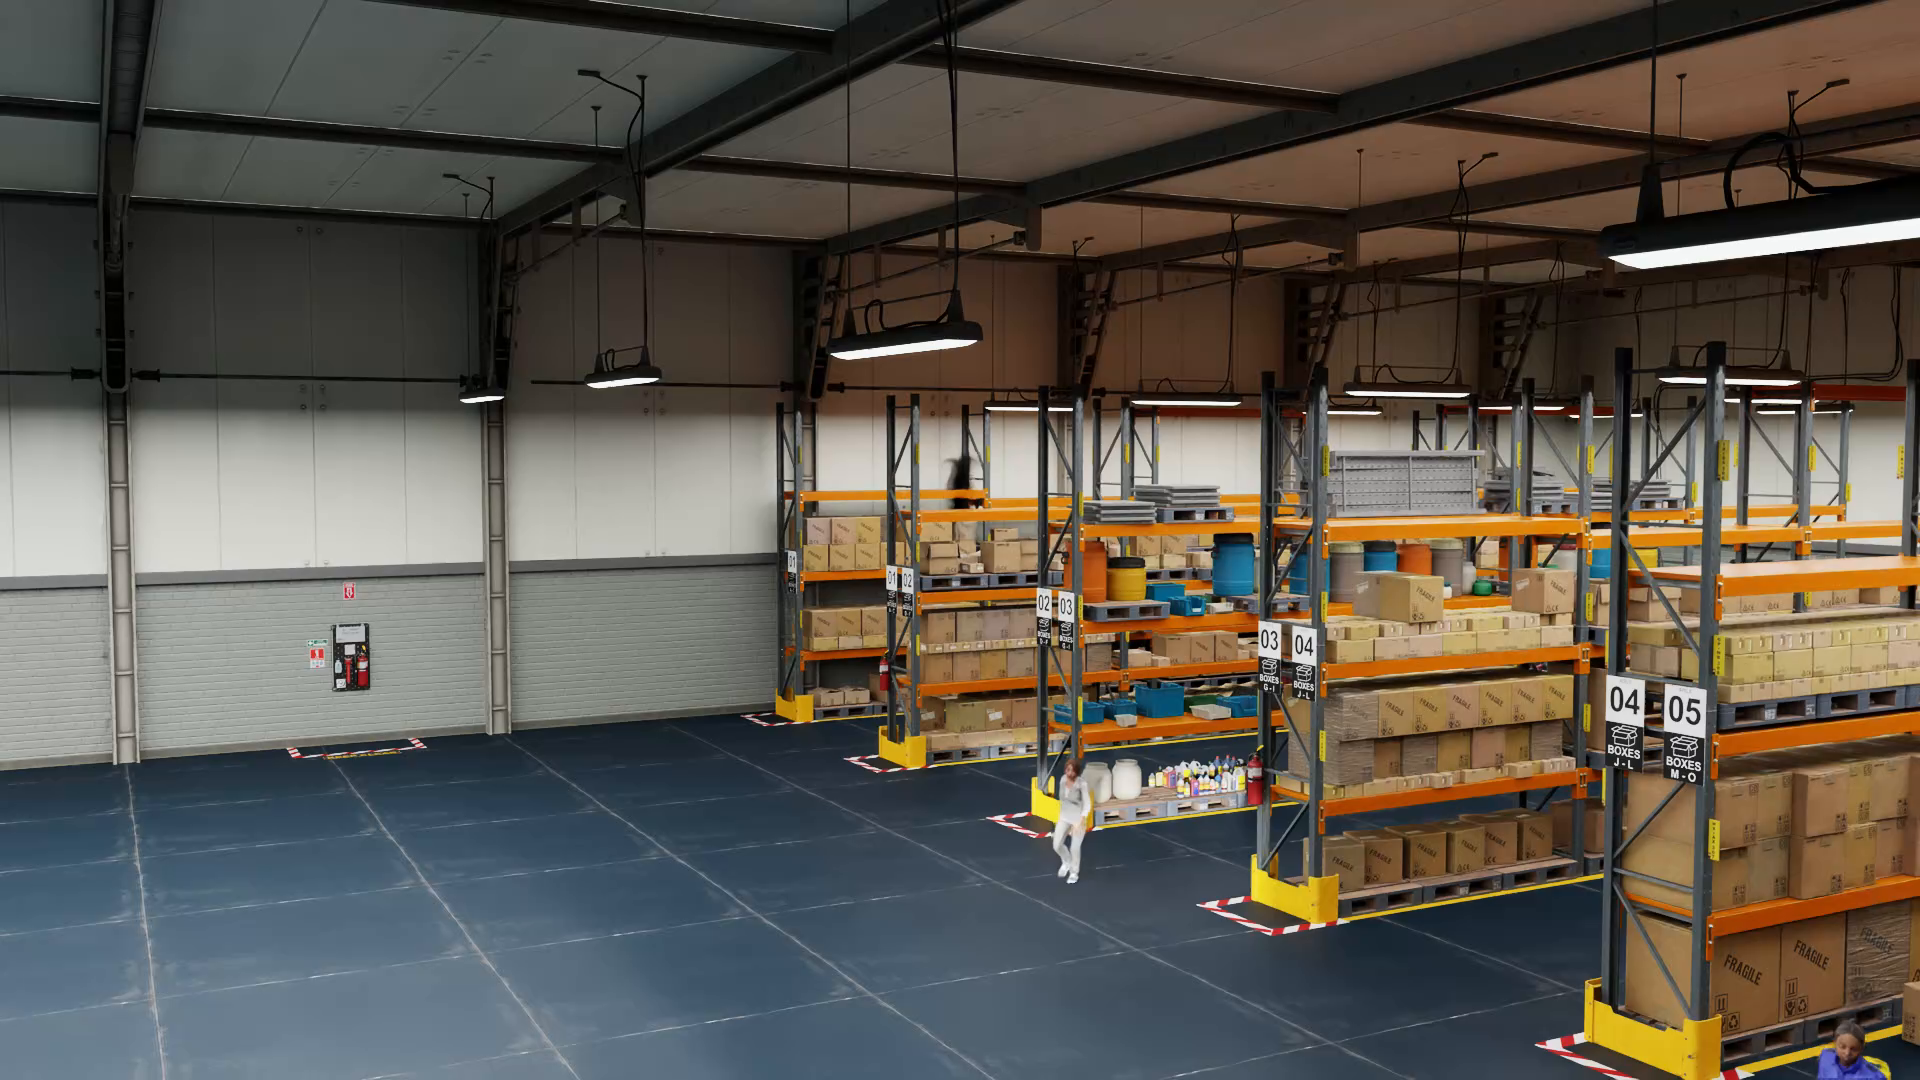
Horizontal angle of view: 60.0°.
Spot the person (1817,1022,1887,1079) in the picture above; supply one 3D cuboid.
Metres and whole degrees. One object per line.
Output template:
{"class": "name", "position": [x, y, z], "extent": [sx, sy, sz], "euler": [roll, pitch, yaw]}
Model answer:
{"class": "person", "position": [5.565, 3.779, 10.451], "extent": [0.667, 1.590, 0.584], "euler": [-3, 4, -43]}

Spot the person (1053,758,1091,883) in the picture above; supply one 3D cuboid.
{"class": "person", "position": [1.332, 3.293, 19.451], "extent": [0.517, 1.538, 0.644], "euler": [2, 4, 29]}
